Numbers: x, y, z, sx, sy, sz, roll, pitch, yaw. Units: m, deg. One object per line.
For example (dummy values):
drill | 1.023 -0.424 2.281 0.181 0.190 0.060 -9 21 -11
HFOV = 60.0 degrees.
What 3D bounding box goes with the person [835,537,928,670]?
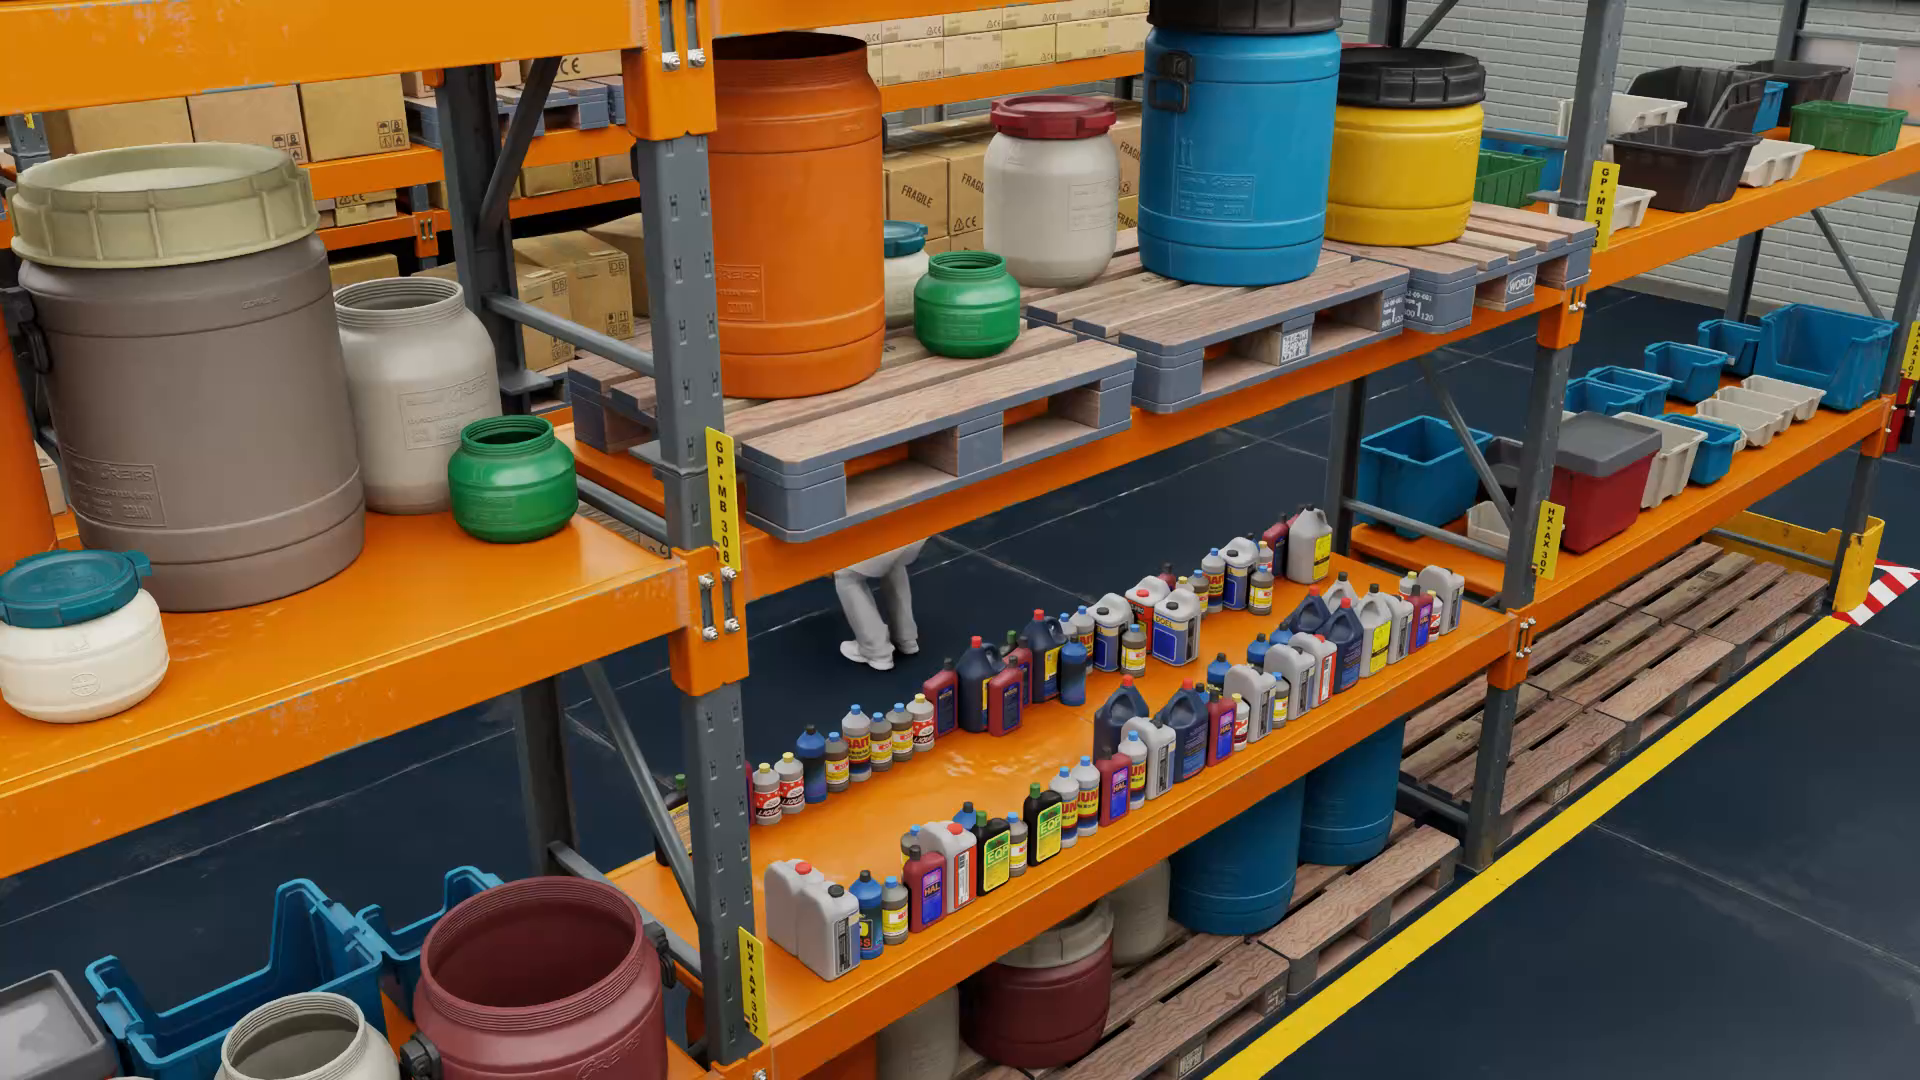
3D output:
person | -0.554 0.037 9.247 0.922 1.202 0.572 22 32 40
